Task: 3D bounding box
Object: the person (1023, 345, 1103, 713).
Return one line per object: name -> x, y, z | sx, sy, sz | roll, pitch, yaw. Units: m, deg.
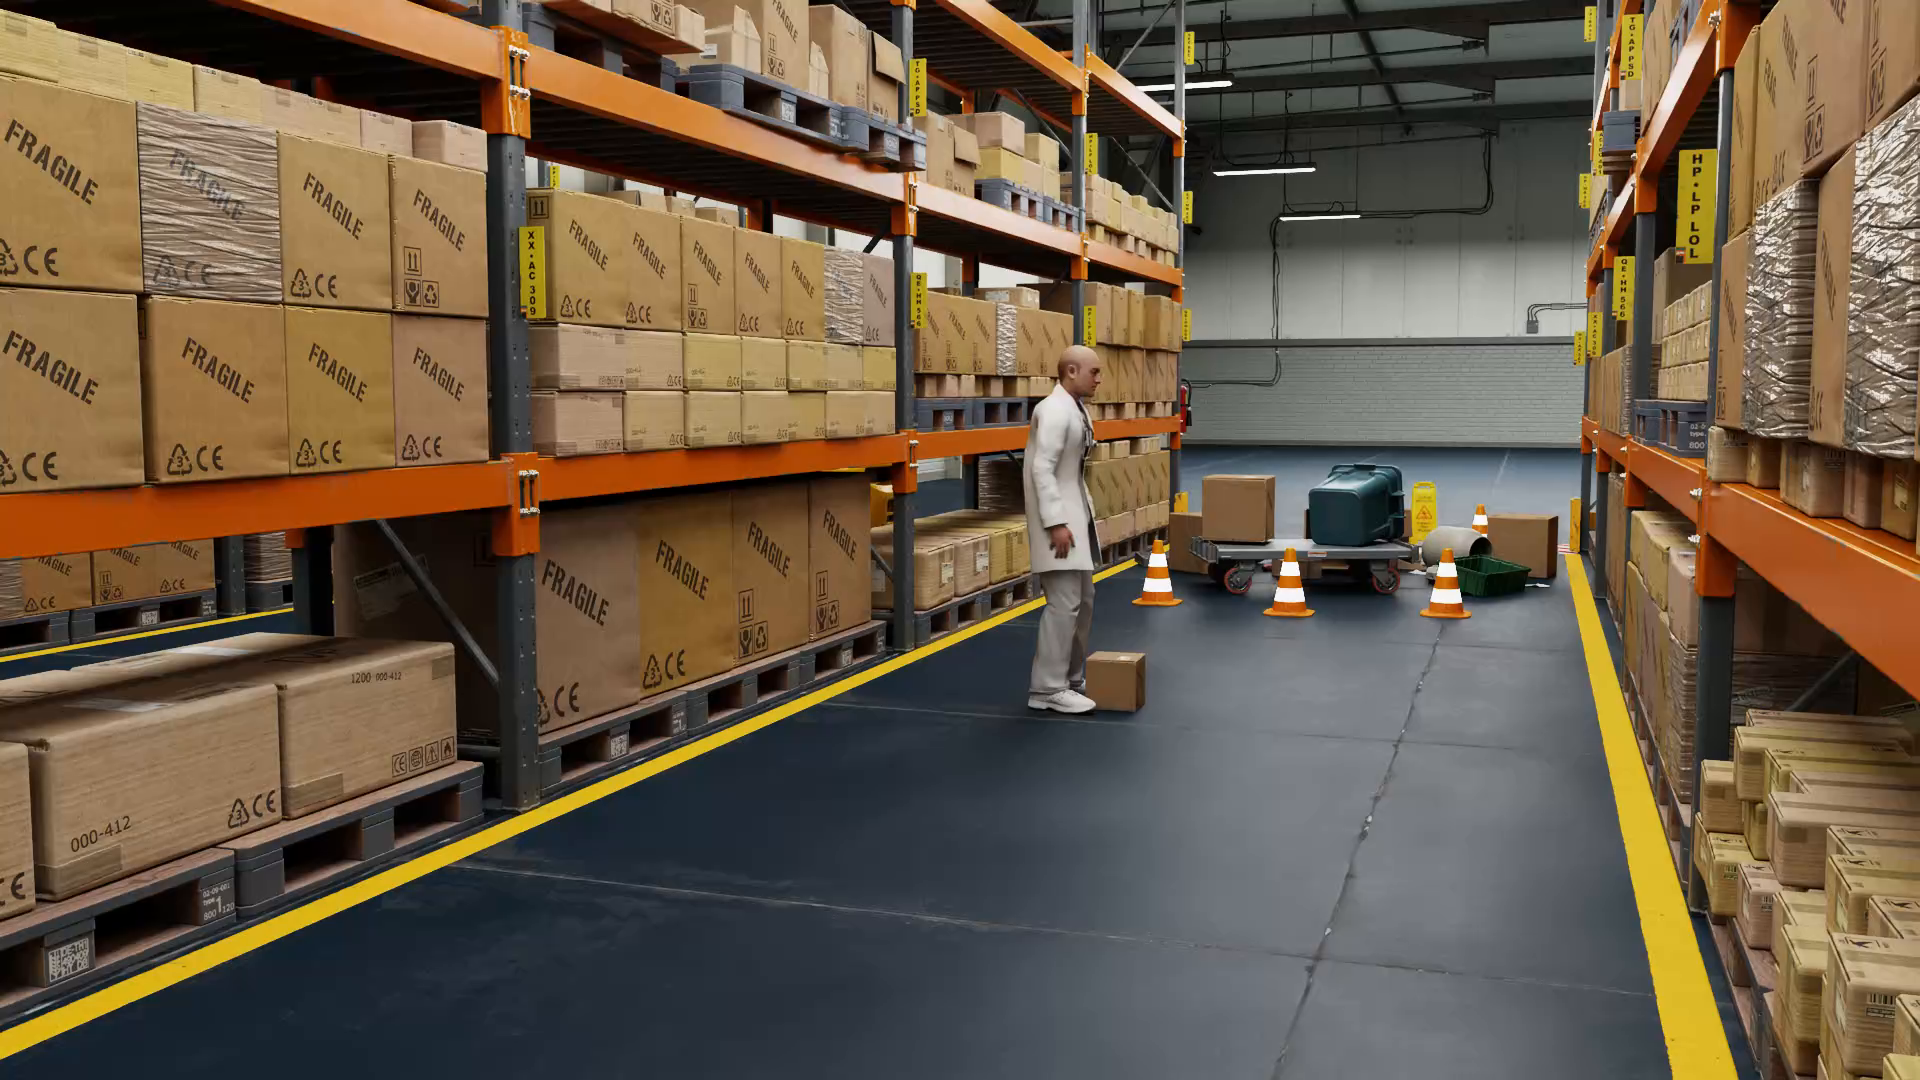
person -> 0.530, -0.069, 8.207 | 0.425, 1.774, 0.644 | 2, 5, 19
